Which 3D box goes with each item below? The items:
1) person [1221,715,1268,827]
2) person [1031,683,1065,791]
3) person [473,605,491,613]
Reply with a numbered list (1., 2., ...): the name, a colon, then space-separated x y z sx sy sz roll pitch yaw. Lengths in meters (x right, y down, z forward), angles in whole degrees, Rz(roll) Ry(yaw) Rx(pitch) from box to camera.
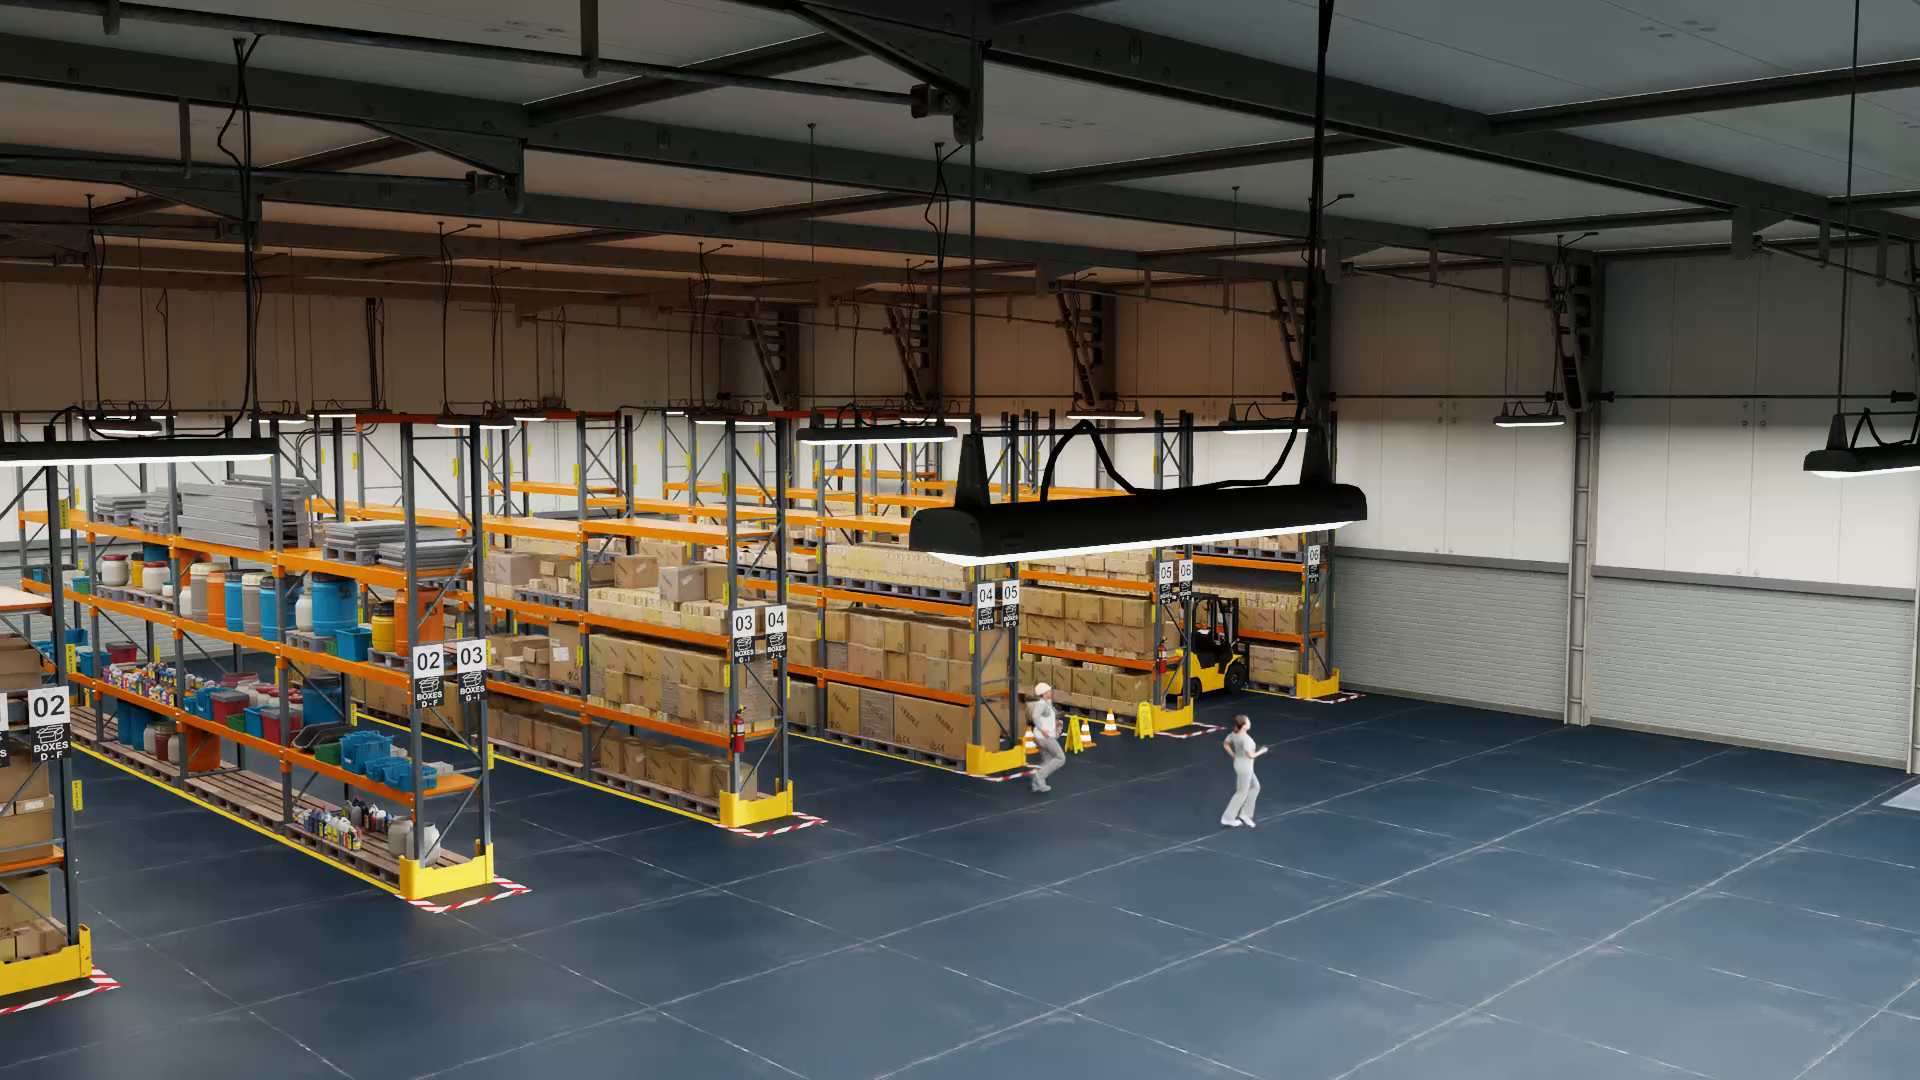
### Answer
1. person: 4.146 3.389 24.311 0.691 1.705 0.544 -1 5 -8
2. person: 1.392 3.149 26.731 0.545 1.700 0.657 -1 5 -6
3. person: -11.618 1.993 40.154 0.629 1.734 0.692 -4 7 -42
